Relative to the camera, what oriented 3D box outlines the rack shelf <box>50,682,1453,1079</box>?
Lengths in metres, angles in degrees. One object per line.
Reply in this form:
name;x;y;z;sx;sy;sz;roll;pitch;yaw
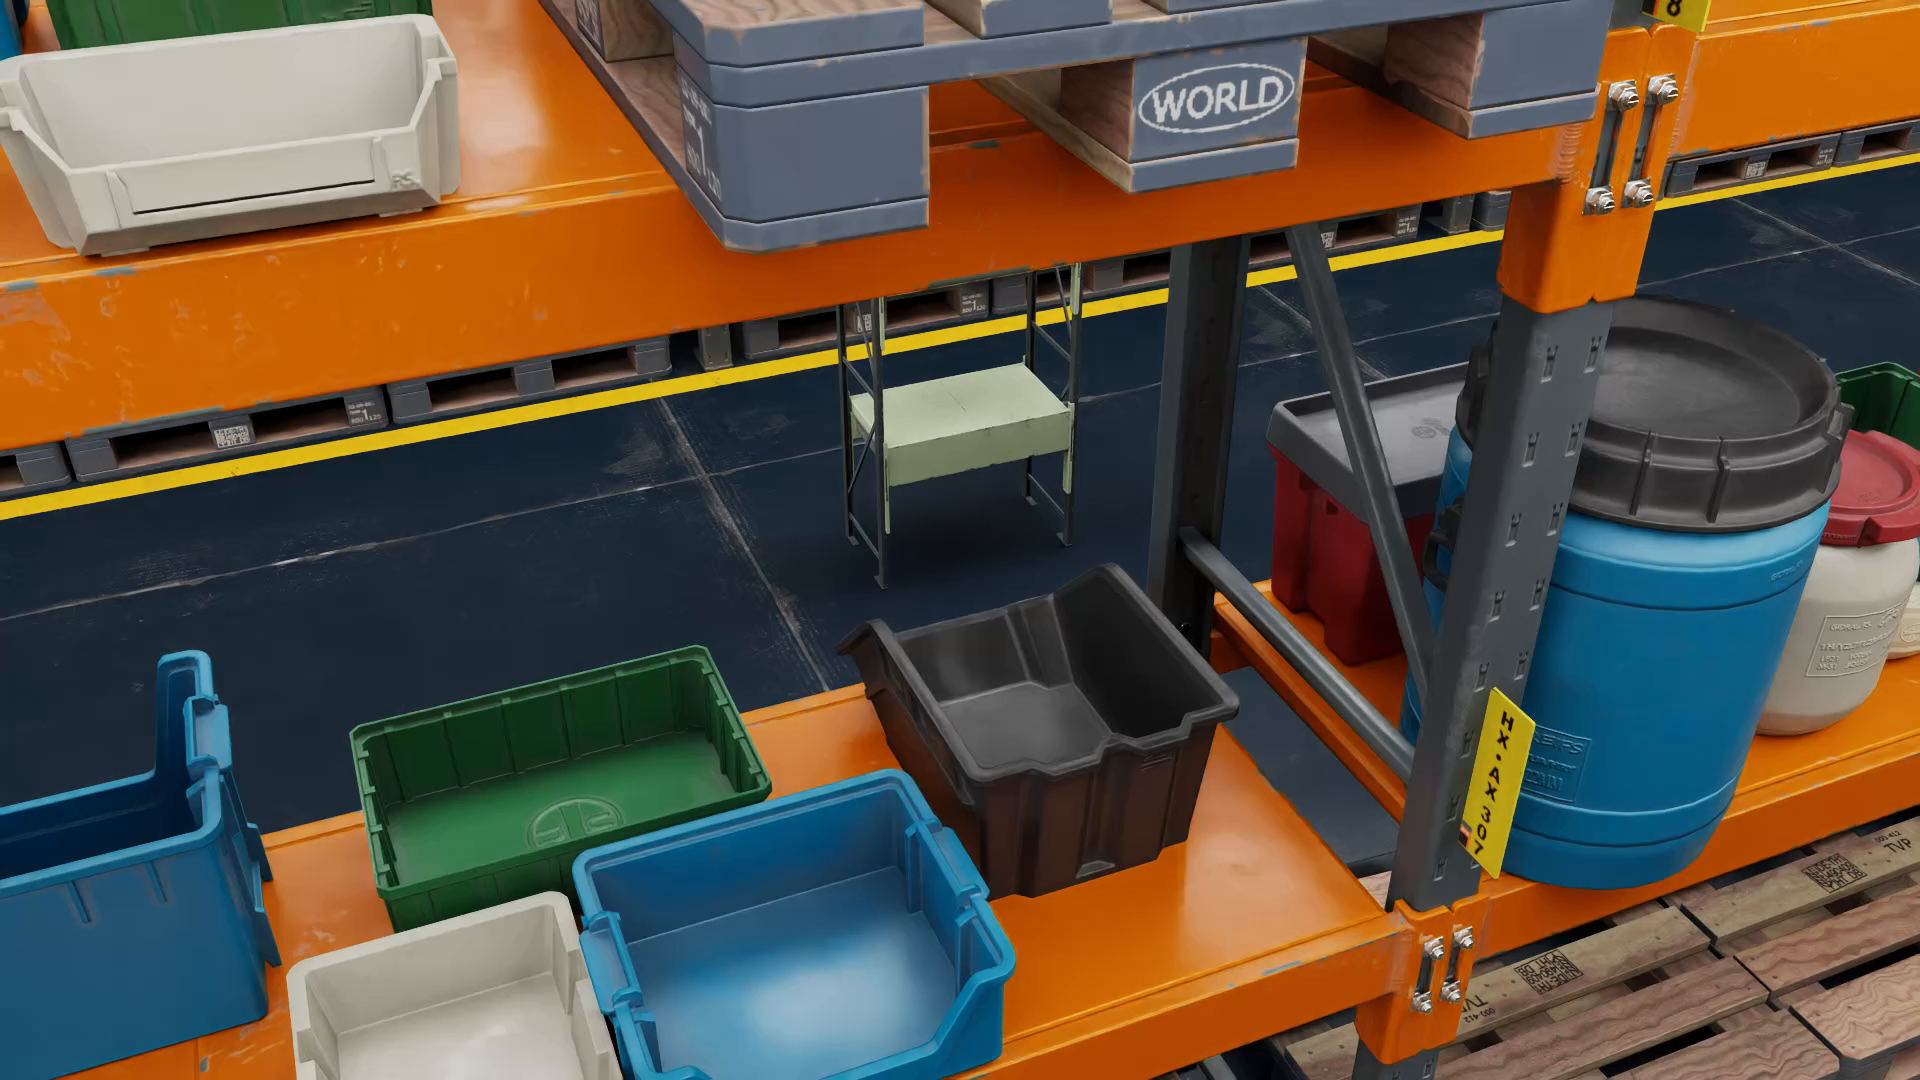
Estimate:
rack shelf;-1.195;0.951;2.698;4.000;0.370;1.077;-13;35;-19

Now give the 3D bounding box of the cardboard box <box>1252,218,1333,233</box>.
cardboard box;1.558;-1.788;8.384;0.500;0.250;0.500;-13;35;-19

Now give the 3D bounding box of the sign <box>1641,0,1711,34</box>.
sign;0.851;-0.755;1.902;0.005;0.325;0.100;-13;35;-19

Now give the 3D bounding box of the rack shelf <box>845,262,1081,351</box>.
rack shelf;-0.006;-0.954;5.626;0.720;0.370;0.431;-13;35;-19

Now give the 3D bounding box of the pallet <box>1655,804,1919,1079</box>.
pallet;2.484;0.951;4.595;1.213;0.211;1.003;-13;35;-19

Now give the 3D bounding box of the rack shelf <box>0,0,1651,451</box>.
rack shelf;-1.195;-0.307;1.880;4.000;0.370;1.077;-13;35;-19

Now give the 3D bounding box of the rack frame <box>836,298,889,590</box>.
rack frame;-0.344;-0.550;5.720;0.023;1.500;0.400;-13;35;-19

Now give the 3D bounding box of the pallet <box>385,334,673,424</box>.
pallet;-2.015;-0.949;7.515;1.213;0.211;1.003;-13;35;-19

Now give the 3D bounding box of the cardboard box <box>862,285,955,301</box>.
cardboard box;-0.326;-1.356;7.720;0.500;0.250;0.500;-12;35;-18

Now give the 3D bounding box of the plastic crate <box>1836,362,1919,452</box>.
plastic crate;2.145;-0.194;3.992;0.662;0.188;0.450;-13;35;-19

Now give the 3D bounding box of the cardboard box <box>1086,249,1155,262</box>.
cardboard box;0.620;-1.574;8.055;0.500;0.250;0.500;-12;35;-18

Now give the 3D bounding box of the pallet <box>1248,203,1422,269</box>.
pallet;1.649;-1.786;8.802;1.213;0.211;1.003;-13;35;-19

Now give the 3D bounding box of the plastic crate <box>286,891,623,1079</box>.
plastic crate;-0.750;0.808;2.500;0.437;0.136;0.530;-13;35;-19

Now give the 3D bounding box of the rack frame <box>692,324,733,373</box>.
rack frame;-1.265;-2.265;6.980;0.127;3.000;1.000;-13;35;-19

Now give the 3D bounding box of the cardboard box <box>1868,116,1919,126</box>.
cardboard box;5.308;-2.742;9.602;0.500;0.500;0.500;-13;35;-19

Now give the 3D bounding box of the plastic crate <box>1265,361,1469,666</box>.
plastic crate;0.977;-0.056;3.527;0.583;0.464;0.402;-13;35;-19

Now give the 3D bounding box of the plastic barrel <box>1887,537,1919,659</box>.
plastic barrel;1.928;0.082;3.500;0.301;0.262;0.301;0;33;0

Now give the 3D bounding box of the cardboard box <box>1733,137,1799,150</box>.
cardboard box;4.377;-2.528;9.273;0.500;0.500;0.500;-14;36;-21

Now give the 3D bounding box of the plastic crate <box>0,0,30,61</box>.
plastic crate;-1.398;-0.733;1.891;0.575;0.384;0.392;-13;35;-19

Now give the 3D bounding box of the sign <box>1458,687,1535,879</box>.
sign;0.851;0.390;2.647;0.005;0.325;0.100;-13;35;-19

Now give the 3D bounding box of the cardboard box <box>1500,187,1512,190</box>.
cardboard box;2.953;-2.198;8.767;0.500;0.500;0.500;-11;35;-17

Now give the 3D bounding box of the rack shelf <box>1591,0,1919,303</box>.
rack shelf;2.493;-1.151;3.178;4.000;0.370;1.077;-13;35;-19

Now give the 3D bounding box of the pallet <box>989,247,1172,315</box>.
pallet;0.525;-1.531;8.409;1.213;0.211;1.003;-13;35;-19

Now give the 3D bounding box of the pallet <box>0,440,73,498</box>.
pallet;-4.265;-0.434;6.723;1.213;0.211;1.003;-13;35;-19

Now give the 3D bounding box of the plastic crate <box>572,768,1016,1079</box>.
plastic crate;-0.267;0.659;2.623;0.616;0.251;0.499;-13;35;-19

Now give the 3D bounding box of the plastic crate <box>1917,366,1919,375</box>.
plastic crate;2.728;-0.457;4.144;0.583;0.464;0.402;-13;35;-19

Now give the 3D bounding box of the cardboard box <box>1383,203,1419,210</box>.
cardboard box;2.032;-1.899;8.554;0.500;0.250;0.500;-12;35;-18

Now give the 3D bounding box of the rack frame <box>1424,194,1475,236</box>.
rack frame;2.423;-3.109;8.278;0.127;3.000;1.000;-13;35;-19

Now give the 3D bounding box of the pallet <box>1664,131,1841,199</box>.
pallet;4.249;-2.335;9.645;1.213;0.211;1.003;-13;35;-19

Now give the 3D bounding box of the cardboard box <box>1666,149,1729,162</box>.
cardboard box;3.898;-2.415;9.100;0.500;0.500;0.500;-13;35;-20

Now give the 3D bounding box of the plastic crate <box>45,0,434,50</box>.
plastic crate;-0.912;-0.745;2.089;0.450;0.188;0.336;-13;35;-19

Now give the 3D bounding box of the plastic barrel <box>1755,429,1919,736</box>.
plastic barrel;1.616;0.078;3.255;0.433;0.535;0.433;0;33;0

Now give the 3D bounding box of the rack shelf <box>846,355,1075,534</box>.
rack shelf;-0.006;-0.354;6.017;0.720;0.370;0.431;-13;35;-19

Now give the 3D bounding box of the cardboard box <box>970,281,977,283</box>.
cardboard box;0.151;-1.467;7.890;0.500;0.250;0.500;-14;36;-20

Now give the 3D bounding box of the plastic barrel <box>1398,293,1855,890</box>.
plastic barrel;1.122;0.087;2.906;0.708;0.901;0.600;-13;35;-19

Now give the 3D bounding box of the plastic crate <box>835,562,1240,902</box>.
plastic crate;0.117;0.299;3.096;0.504;0.338;0.767;-13;35;-19

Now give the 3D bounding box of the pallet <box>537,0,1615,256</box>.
pallet;0.021;-0.750;2.075;1.003;0.211;1.213;-13;35;-19

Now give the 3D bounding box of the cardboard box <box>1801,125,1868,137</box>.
cardboard box;4.845;-2.636;9.440;0.500;0.500;0.500;-12;35;-18

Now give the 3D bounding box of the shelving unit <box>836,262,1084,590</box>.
shelving unit;-0.006;-0.627;5.839;0.755;1.500;0.431;-13;35;-19

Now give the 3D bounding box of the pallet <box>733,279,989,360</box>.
pallet;-0.601;-1.271;8.010;1.213;0.211;1.003;-13;35;-19

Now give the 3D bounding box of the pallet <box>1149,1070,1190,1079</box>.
pallet;0.013;1.516;3.726;1.213;0.211;1.003;-13;35;-19

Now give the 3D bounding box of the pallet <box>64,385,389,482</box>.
pallet;-3.142;-0.690;7.116;1.213;0.211;1.003;-13;35;-19

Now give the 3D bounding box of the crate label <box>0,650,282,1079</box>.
crate label;-1.447;0.532;2.650;0.616;0.435;0.502;-13;35;-19

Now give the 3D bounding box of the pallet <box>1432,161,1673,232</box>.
pallet;3.126;-2.079;9.252;1.213;0.211;1.003;-13;35;-19

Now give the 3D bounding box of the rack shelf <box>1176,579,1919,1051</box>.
rack shelf;2.493;0.106;3.996;4.000;0.370;1.077;-13;35;-19

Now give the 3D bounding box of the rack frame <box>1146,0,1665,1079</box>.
rack frame;0.649;0.227;3.151;0.127;3.000;1.000;-13;35;-19

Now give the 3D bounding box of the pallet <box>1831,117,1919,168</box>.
pallet;5.375;-2.594;10.044;1.213;0.211;1.003;-13;35;-19

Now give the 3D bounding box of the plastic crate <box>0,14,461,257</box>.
plastic crate;-0.675;-0.378;1.572;0.396;0.136;0.243;-13;35;-19

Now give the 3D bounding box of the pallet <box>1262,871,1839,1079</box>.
pallet;1.358;1.210;4.196;1.213;0.211;1.003;-13;35;-19

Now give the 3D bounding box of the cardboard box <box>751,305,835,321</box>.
cardboard box;-0.798;-1.249;7.555;0.500;0.250;0.500;-14;35;-20

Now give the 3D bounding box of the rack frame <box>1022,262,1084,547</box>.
rack frame;0.331;-0.704;5.958;0.023;1.500;0.400;-13;35;-19

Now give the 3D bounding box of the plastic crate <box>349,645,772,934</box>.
plastic crate;-0.712;0.460;2.987;0.662;0.188;0.450;-13;35;-19
